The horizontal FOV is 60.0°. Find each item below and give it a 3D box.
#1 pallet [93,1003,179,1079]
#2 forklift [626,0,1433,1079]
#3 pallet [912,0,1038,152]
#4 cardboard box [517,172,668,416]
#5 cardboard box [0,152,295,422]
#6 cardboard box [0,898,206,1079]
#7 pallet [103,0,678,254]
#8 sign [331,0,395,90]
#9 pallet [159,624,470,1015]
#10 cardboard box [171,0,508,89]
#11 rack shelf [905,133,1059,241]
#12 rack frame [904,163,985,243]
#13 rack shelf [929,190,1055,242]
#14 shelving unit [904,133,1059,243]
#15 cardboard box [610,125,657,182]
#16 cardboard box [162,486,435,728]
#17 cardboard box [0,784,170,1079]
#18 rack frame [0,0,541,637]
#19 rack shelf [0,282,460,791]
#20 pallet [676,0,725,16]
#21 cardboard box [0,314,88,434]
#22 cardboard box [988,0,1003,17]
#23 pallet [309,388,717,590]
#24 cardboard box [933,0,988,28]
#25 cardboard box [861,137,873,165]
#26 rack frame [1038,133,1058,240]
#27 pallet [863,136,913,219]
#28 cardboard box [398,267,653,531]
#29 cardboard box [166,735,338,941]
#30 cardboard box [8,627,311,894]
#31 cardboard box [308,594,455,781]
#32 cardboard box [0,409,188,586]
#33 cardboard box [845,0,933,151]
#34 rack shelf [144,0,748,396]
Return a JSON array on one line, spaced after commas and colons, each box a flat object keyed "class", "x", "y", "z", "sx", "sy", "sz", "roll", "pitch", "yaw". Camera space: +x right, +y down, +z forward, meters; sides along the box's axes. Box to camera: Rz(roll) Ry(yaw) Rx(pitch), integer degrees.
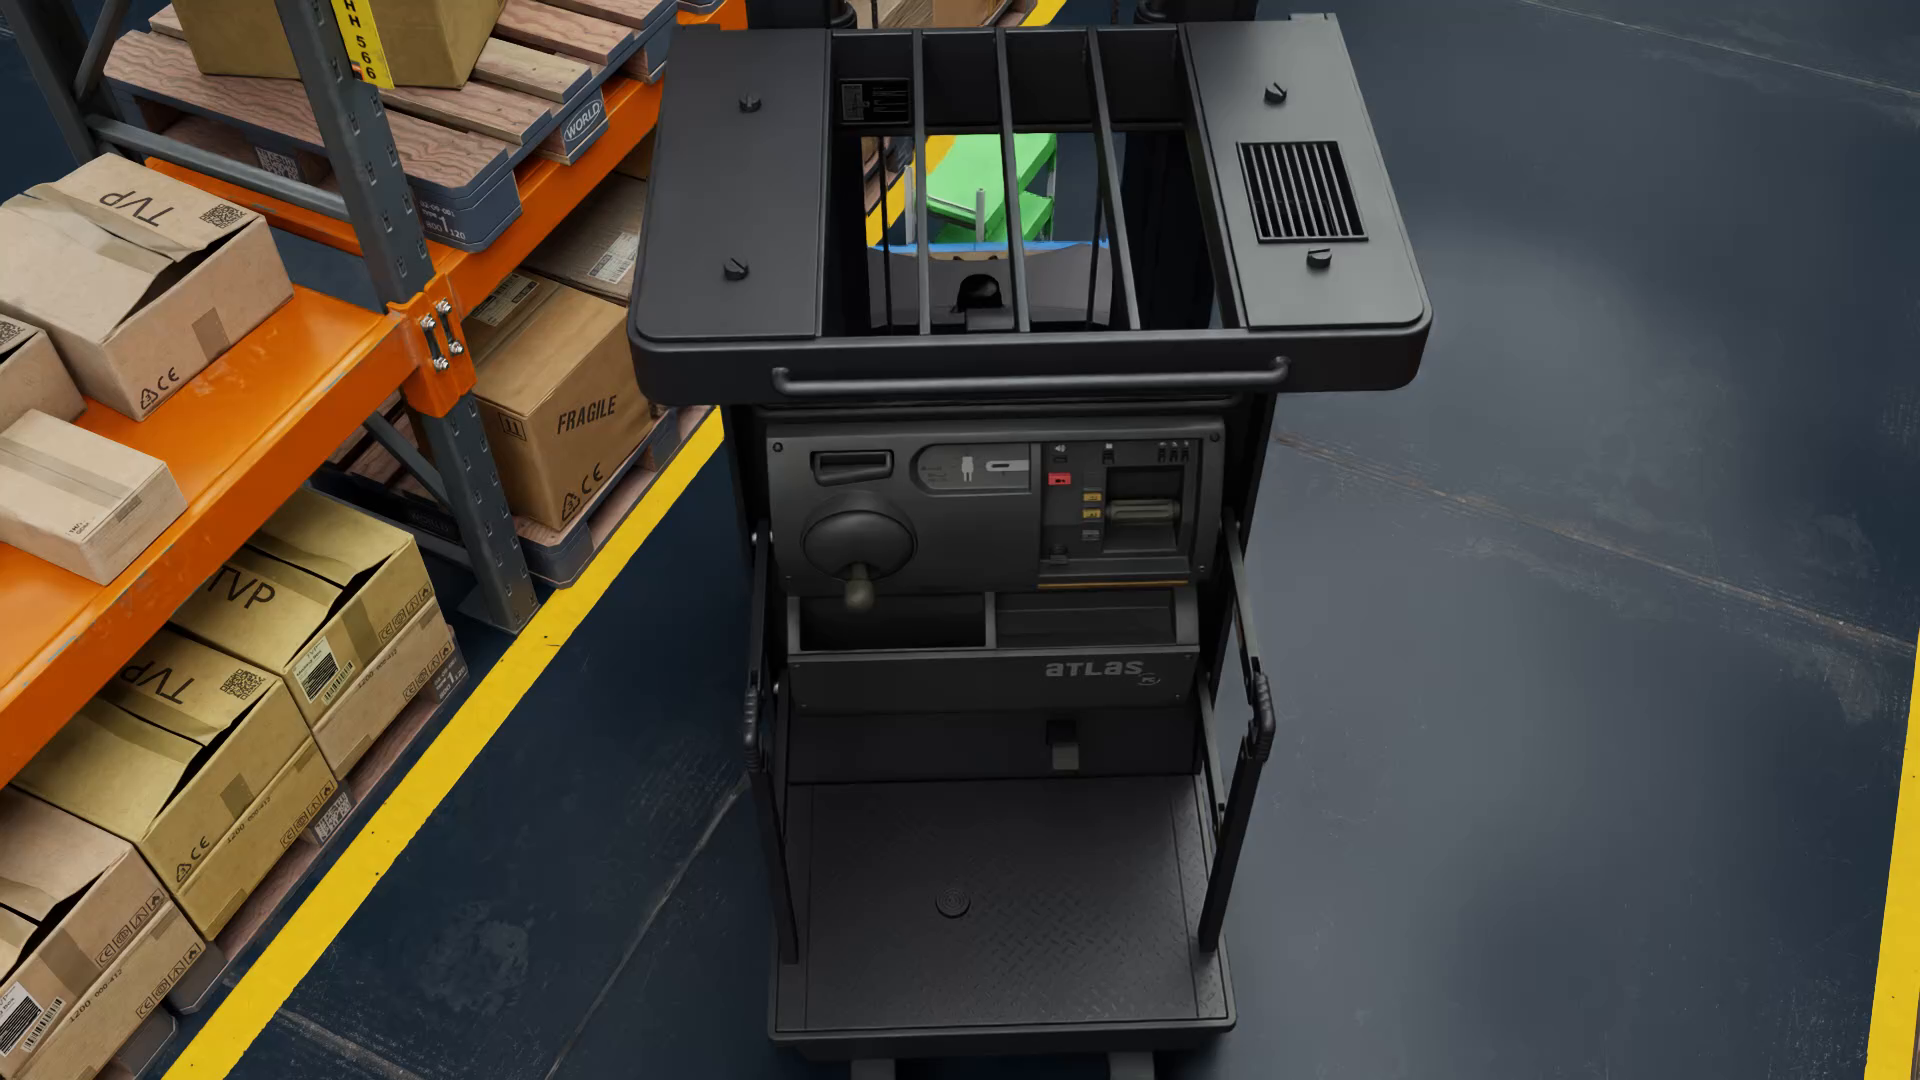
[{"class": "pallet", "x": -2.666, "y": 1.410, "z": 3.912, "sx": 1.003, "sy": 0.211, "sz": 1.213, "roll": 20, "pitch": 52, "yaw": 16}, {"class": "forklift", "x": 0.084, "y": 0.051, "z": 3.282, "sx": 1.130, "sy": 2.935, "sz": 3.031, "roll": -1, "pitch": 50, "yaw": -1}, {"class": "pallet", "x": -0.361, "y": -2.163, "z": 6.952, "sx": 1.003, "sy": 0.211, "sz": 1.213, "roll": 20, "pitch": 52, "yaw": 16}, {"class": "cardboard box", "x": -1.085, "y": -0.800, "z": 5.314, "sx": 0.500, "sy": 0.500, "sz": 0.500, "roll": 18, "pitch": 52, "yaw": 15}, {"class": "cardboard box", "x": -1.951, "y": -0.620, "z": 3.867, "sx": 0.500, "sy": 0.311, "sz": 0.500, "roll": 23, "pitch": 53, "yaw": 18}, {"class": "cardboard box", "x": -2.195, "y": 1.013, "z": 3.948, "sx": 0.500, "sy": 0.250, "sz": 0.500, "roll": 21, "pitch": 53, "yaw": 17}, {"class": "pallet", "x": -1.530, "y": -1.313, "z": 4.523, "sx": 1.213, "sy": 0.211, "sz": 1.003, "roll": 20, "pitch": 52, "yaw": 16}, {"class": "sign", "x": -1.253, "y": -1.082, "z": 3.441, "sx": 0.100, "sy": 0.325, "sz": 0.005, "roll": 20, "pitch": 52, "yaw": 16}, {"class": "pallet", "x": -2.143, "y": 0.573, "z": 4.624, "sx": 1.003, "sy": 0.211, "sz": 1.213, "roll": 20, "pitch": 52, "yaw": 16}, {"class": "cardboard box", "x": -1.589, "y": -1.524, "z": 4.236, "sx": 0.700, "sy": 0.500, "sz": 0.500, "roll": 4, "pitch": 50, "yaw": 4}, {"class": "rack shelf", "x": 0.067, "y": -1.033, "z": 4.795, "sx": 0.258, "sy": 0.148, "sz": 0.480, "roll": 21, "pitch": 53, "yaw": 17}, {"class": "rack frame", "x": -0.043, "y": -0.597, "z": 4.970, "sx": 0.240, "sy": 1.200, "sz": 0.015, "roll": 21, "pitch": 53, "yaw": 17}, {"class": "rack shelf", "x": 0.067, "y": -0.877, "z": 4.978, "sx": 0.258, "sy": 0.148, "sz": 0.480, "roll": 21, "pitch": 53, "yaw": 17}, {"class": "shelving unit", "x": 0.067, "y": -0.763, "z": 5.112, "sx": 0.258, "sy": 1.200, "sz": 0.503, "roll": 21, "pitch": 53, "yaw": 17}, {"class": "cardboard box", "x": -0.866, "y": -1.144, "z": 5.606, "sx": 0.500, "sy": 0.500, "sz": 0.500, "roll": 19, "pitch": 52, "yaw": 16}, {"class": "cardboard box", "x": -1.757, "y": 0.129, "z": 4.332, "sx": 0.500, "sy": 0.311, "sz": 0.500, "roll": 21, "pitch": 53, "yaw": 17}, {"class": "cardboard box", "x": -2.192, "y": 0.836, "z": 3.731, "sx": 0.500, "sy": 0.311, "sz": 0.500, "roll": 19, "pitch": 52, "yaw": 16}, {"class": "rack frame", "x": -1.756, "y": -0.885, "z": 4.034, "sx": 1.000, "sy": 3.000, "sz": 0.127, "roll": 20, "pitch": 52, "yaw": 16}, {"class": "rack shelf", "x": -2.611, "y": 0.725, "z": 3.136, "sx": 1.077, "sy": 0.370, "sz": 4.000, "roll": 20, "pitch": 52, "yaw": 16}, {"class": "pallet", "x": -0.930, "y": -2.164, "z": 5.248, "sx": 1.003, "sy": 0.211, "sz": 1.213, "roll": 20, "pitch": 52, "yaw": 16}, {"class": "cardboard box", "x": -2.314, "y": -0.303, "z": 3.597, "sx": 0.500, "sy": 0.311, "sz": 0.500, "roll": 19, "pitch": 52, "yaw": 16}, {"class": "cardboard box", "x": 0.001, "y": -2.539, "z": 6.793, "sx": 0.500, "sy": 0.500, "sz": 0.500, "roll": 20, "pitch": 52, "yaw": 16}, {"class": "pallet", "x": -1.403, "y": -0.483, "z": 5.523, "sx": 1.003, "sy": 0.211, "sz": 1.213, "roll": 20, "pitch": 52, "yaw": 16}, {"class": "cardboard box", "x": -0.218, "y": -2.201, "z": 6.506, "sx": 0.500, "sy": 0.500, "sz": 0.500, "roll": 20, "pitch": 52, "yaw": 16}, {"class": "cardboard box", "x": -0.648, "y": -1.505, "z": 5.914, "sx": 0.500, "sy": 0.500, "sz": 0.500, "roll": 18, "pitch": 52, "yaw": 15}, {"class": "rack frame", "x": 0.176, "y": -0.929, "z": 5.253, "sx": 0.240, "sy": 1.200, "sz": 0.015, "roll": 21, "pitch": 53, "yaw": 17}, {"class": "pallet", "x": -0.881, "y": -1.320, "z": 6.235, "sx": 1.003, "sy": 0.211, "sz": 1.213, "roll": 20, "pitch": 52, "yaw": 16}, {"class": "cardboard box", "x": -1.303, "y": -0.438, "z": 5.006, "sx": 0.500, "sy": 0.500, "sz": 0.500, "roll": 22, "pitch": 53, "yaw": 18}, {"class": "cardboard box", "x": -1.978, "y": 0.668, "z": 4.242, "sx": 0.500, "sy": 0.250, "sz": 0.500, "roll": 19, "pitch": 52, "yaw": 16}, {"class": "cardboard box", "x": -1.974, "y": 0.489, "z": 4.026, "sx": 0.500, "sy": 0.311, "sz": 0.500, "roll": 19, "pitch": 52, "yaw": 16}, {"class": "cardboard box", "x": -1.761, "y": 0.311, "z": 4.545, "sx": 0.500, "sy": 0.250, "sz": 0.500, "roll": 21, "pitch": 53, "yaw": 17}, {"class": "cardboard box", "x": -1.891, "y": -0.095, "z": 3.526, "sx": 0.380, "sy": 0.149, "sz": 0.250, "roll": 20, "pitch": 52, "yaw": 16}, {"class": "cardboard box", "x": -0.433, "y": -1.856, "z": 6.212, "sx": 0.500, "sy": 0.500, "sz": 0.500, "roll": 20, "pitch": 53, "yaw": 17}, {"class": "rack shelf", "x": -0.902, "y": -2.029, "z": 5.480, "sx": 1.077, "sy": 0.370, "sz": 4.000, "roll": 20, "pitch": 52, "yaw": 16}]
